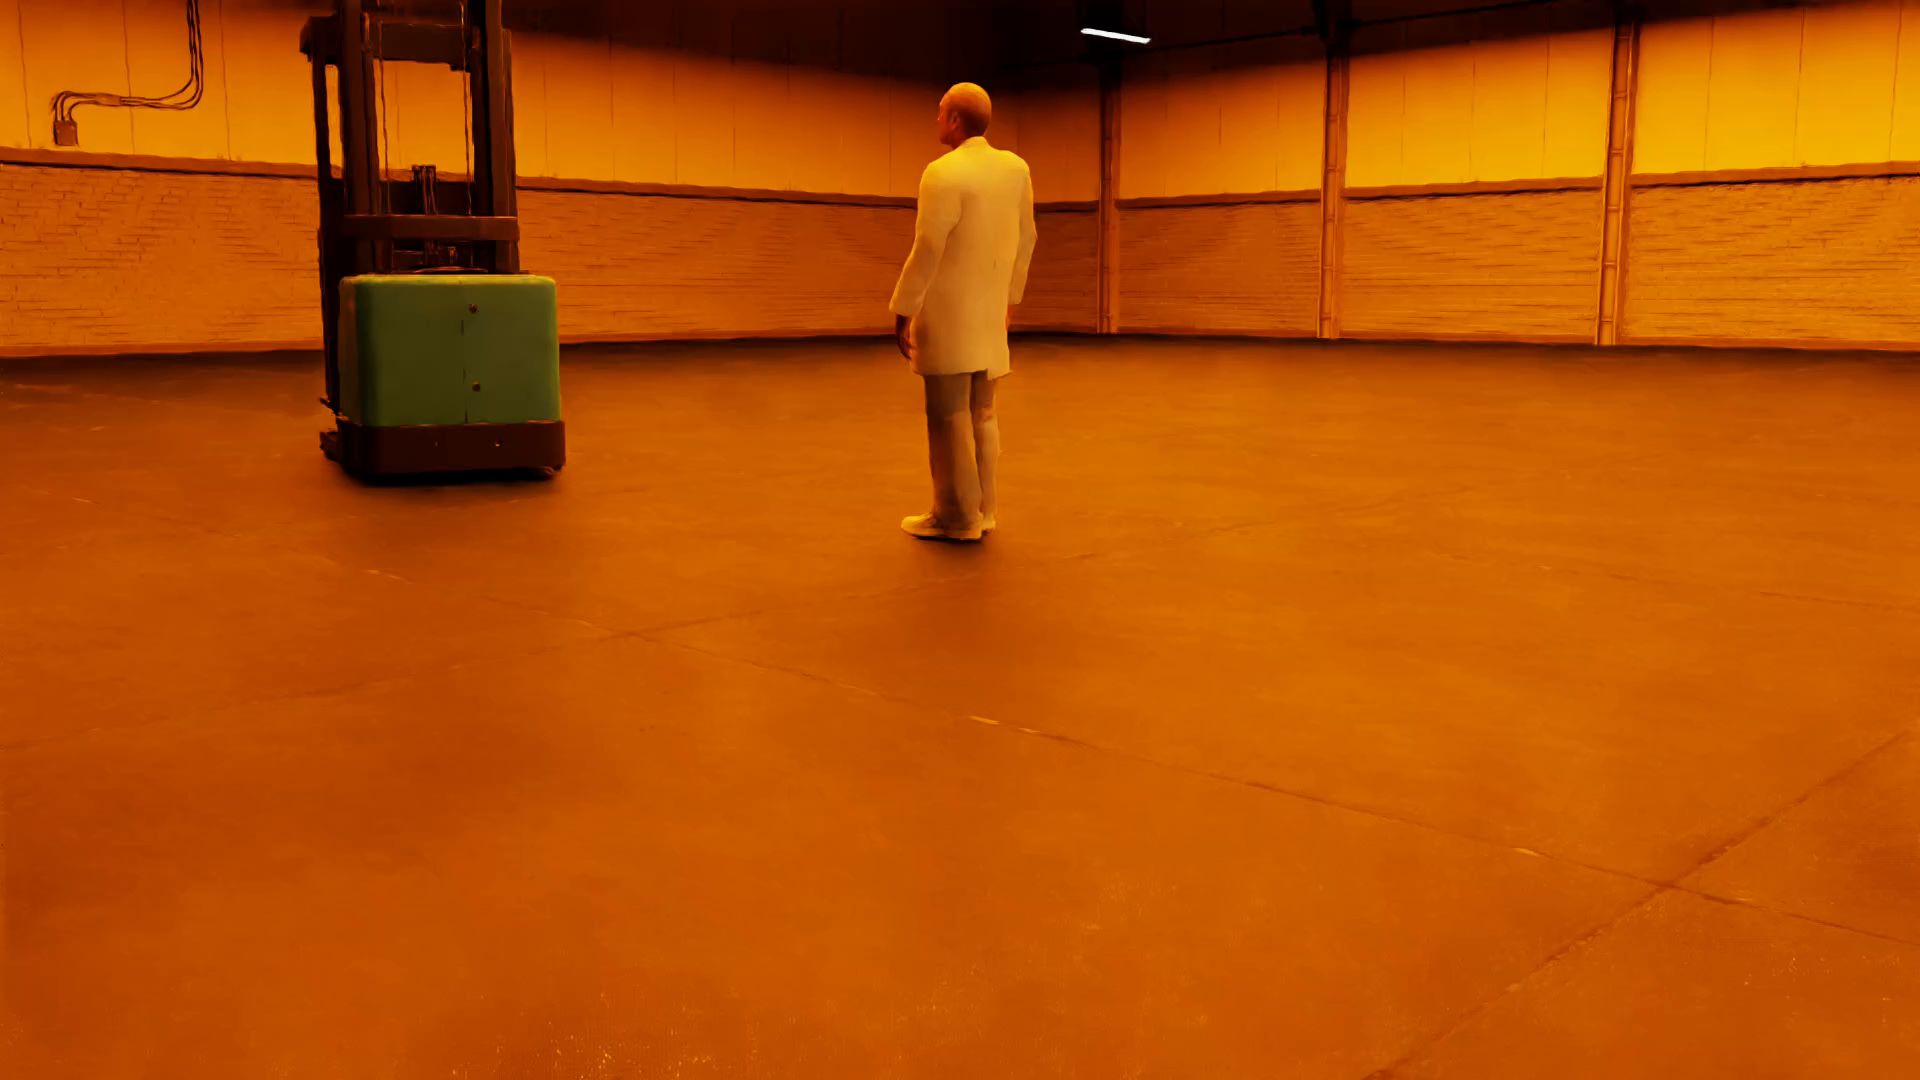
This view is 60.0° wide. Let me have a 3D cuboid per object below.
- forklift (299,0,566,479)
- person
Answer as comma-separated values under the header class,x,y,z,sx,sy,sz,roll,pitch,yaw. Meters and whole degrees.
class,x,y,z,sx,sy,sz,roll,pitch,yaw
forklift,-3.224,-1.948,9.811,1.130,2.935,3.031,-4,10,-26
person,-0.062,-0.896,6.650,0.579,1.776,0.694,8,12,43
